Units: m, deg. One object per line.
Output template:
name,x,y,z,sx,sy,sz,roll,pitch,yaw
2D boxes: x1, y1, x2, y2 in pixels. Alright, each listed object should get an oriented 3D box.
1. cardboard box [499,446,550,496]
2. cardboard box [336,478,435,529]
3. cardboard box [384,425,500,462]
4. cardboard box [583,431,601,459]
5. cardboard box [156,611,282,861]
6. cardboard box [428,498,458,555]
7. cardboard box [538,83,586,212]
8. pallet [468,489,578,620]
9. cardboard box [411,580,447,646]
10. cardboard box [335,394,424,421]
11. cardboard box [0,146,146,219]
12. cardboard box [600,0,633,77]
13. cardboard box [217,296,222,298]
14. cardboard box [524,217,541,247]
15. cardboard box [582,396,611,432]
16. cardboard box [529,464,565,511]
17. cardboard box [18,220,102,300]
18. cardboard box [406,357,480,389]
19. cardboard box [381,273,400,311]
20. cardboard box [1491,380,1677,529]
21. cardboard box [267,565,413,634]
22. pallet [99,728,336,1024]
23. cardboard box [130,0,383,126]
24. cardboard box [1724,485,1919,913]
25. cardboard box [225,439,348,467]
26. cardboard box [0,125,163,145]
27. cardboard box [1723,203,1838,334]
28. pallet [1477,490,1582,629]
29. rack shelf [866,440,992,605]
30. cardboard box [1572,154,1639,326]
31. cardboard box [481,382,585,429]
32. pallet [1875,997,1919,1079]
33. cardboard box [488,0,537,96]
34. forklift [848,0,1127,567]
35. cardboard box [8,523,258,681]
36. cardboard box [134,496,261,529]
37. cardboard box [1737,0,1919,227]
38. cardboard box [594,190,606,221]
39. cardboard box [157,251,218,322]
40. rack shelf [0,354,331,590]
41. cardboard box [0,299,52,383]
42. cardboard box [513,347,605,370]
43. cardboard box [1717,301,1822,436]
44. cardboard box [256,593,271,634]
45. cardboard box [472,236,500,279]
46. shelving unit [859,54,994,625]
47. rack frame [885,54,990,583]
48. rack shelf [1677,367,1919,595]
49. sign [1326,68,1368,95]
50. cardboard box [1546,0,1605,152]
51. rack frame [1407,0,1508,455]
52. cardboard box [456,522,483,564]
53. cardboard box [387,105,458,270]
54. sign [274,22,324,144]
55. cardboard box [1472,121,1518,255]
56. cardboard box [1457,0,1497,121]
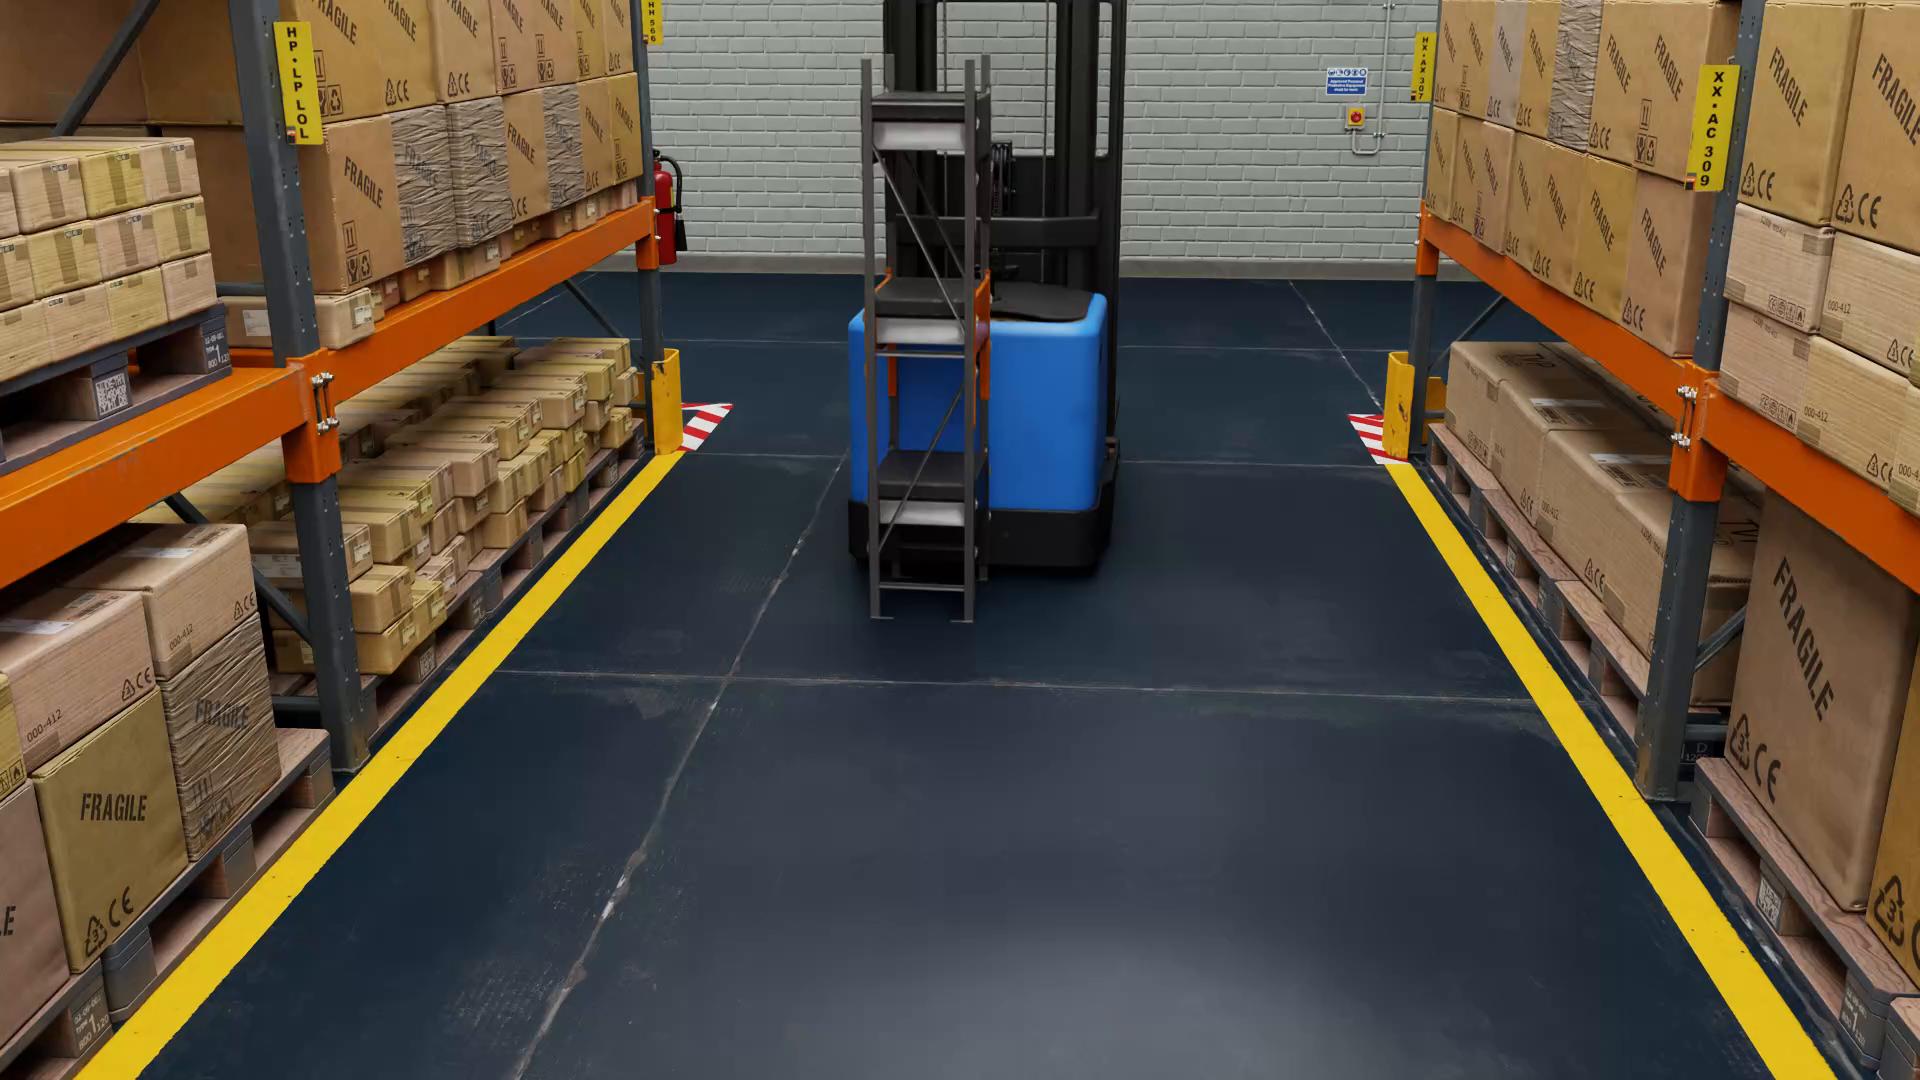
cardboard box,-1.934,-0.291,6.919,0.380,0.149,0.250,1,18,4
cardboard box,-2.099,-0.114,5.902,0.380,0.149,0.250,1,18,3
cardboard box,-2.066,-0.359,6.651,0.380,0.149,0.250,1,18,2
cardboard box,-1.944,-0.477,7.966,0.380,0.149,0.250,1,18,4
cardboard box,-2.180,0.503,4.409,0.500,0.500,0.500,1,18,3
cardboard box,-2.101,-0.053,6.193,0.380,0.149,0.250,0,18,1
cardboard box,-1.936,-1.689,7.121,0.500,0.500,0.500,1,18,4
pallet,-2.281,0.016,7.037,1.003,0.211,1.213,1,18,4
cardboard box,-2.013,0.246,5.758,0.380,0.149,0.250,2,18,6
cardboard box,-2.543,-0.526,7.159,0.380,0.149,0.250,2,18,5
cardboard box,-2.231,-0.871,4.037,0.380,0.149,0.250,1,18,2
cardboard box,-1.876,-2.479,7.927,0.500,0.500,0.500,1,18,3
cardboard box,-2.603,-0.859,5.631,0.380,0.149,0.250,2,18,6
cardboard box,-2.013,-1.338,7.091,0.380,0.149,0.250,1,18,2
cardboard box,-1.880,-0.617,7.915,0.380,0.149,0.250,1,18,2
cardboard box,-1.944,-0.235,7.227,0.380,0.149,0.250,2,18,5
cardboard box,-2.248,-0.655,3.856,0.380,0.149,0.250,2,18,6
cardboard box,-2.514,-0.771,7.908,0.380,0.149,0.250,1,18,4
cardboard box,-2.121,-0.847,5.596,0.380,0.149,0.250,0,18,1
cardboard box,2.848,-0.374,7.187,0.875,0.438,0.875,2,18,5
cardboard box,-2.033,0.188,5.458,0.380,0.149,0.250,2,18,6
pallet,-2.433,0.847,4.500,1.003,0.211,1.213,1,18,4
cardboard box,-2.103,-1.519,4.998,0.500,0.500,0.500,2,18,5
cardboard box,2.601,0.363,4.235,0.875,0.875,0.875,2,18,6
cardboard box,-2.599,-0.287,6.430,0.380,0.149,0.250,0,18,1
cardboard box,-2.626,-1.066,5.220,0.500,0.500,0.500,1,18,4
cardboard box,2.253,-0.677,4.110,0.500,0.250,0.500,1,18,2
pallet,2.783,0.070,6.872,1.003,0.211,1.213,1,18,4
rack shelf,-0.116,-0.077,6.578,0.431,0.518,0.480,2,18,7
cardboard box,2.376,-0.998,5.492,0.500,0.500,0.500,1,18,3
cardboard box,-1.890,-0.596,7.374,0.380,0.149,0.250,2,18,6
pallet,2.501,1.305,3.101,1.003,0.211,1.213,1,18,4
cardboard box,-1.976,-1.996,6.452,0.500,0.500,0.500,1,18,2
forklift,0.231,-1.695,7.890,1.130,2.935,3.031,2,18,7
cardboard box,-2.180,0.149,4.288,0.500,0.250,0.500,1,18,2
cardboard box,-2.634,-0.044,5.690,0.380,0.149,0.250,2,18,5
cardboard box,2.248,-1.034,3.994,0.500,0.500,0.500,1,18,5
cardboard box,-1.891,-1.581,7.834,0.380,0.149,0.250,1,18,3
cardboard box,-2.209,-0.673,4.388,0.380,0.149,0.250,1,18,3
rack shelf,-2.522,0.243,3.020,1.077,0.370,4.000,1,18,4
cardboard box,-2.266,-0.437,3.668,0.380,0.149,0.250,0,18,1
cardboard box,-1.952,-0.843,8.128,0.380,0.149,0.250,2,18,5
cardboard box,2.271,-0.439,4.187,0.500,0.250,0.500,1,18,3
cardboard box,-2.588,0.227,5.818,0.380,0.149,0.250,2,18,5
cardboard box,-1.986,-1.092,6.341,0.380,0.149,0.250,2,18,6
shelving unit,-0.116,-0.755,6.356,0.431,2.100,0.503,2,18,7
rack frame,-0.085,-0.831,6.586,0.400,2.100,0.015,2,18,7
rack shelf,2.423,0.322,2.779,1.077,0.370,4.000,1,18,4
sign,3.190,-3.784,13.719,0.327,0.218,0.001,1,18,4
cardboard box,2.396,-1.632,5.821,0.500,0.500,0.500,2,18,5
rack frame,2.853,-1.884,8.354,1.000,3.000,0.127,1,18,4
cardboard box,-2.094,0.004,6.499,0.380,0.149,0.250,1,18,2
cardboard box,-2.063,-1.211,5.664,0.500,0.500,0.500,1,18,4
sign,-1.825,-1.259,4.589,0.100,0.325,0.005,1,18,4
cardboard box,2.469,-1.473,6.941,0.500,0.500,0.500,1,18,4
cardboard box,2.504,-2.103,7.257,0.500,0.500,0.500,1,18,2
